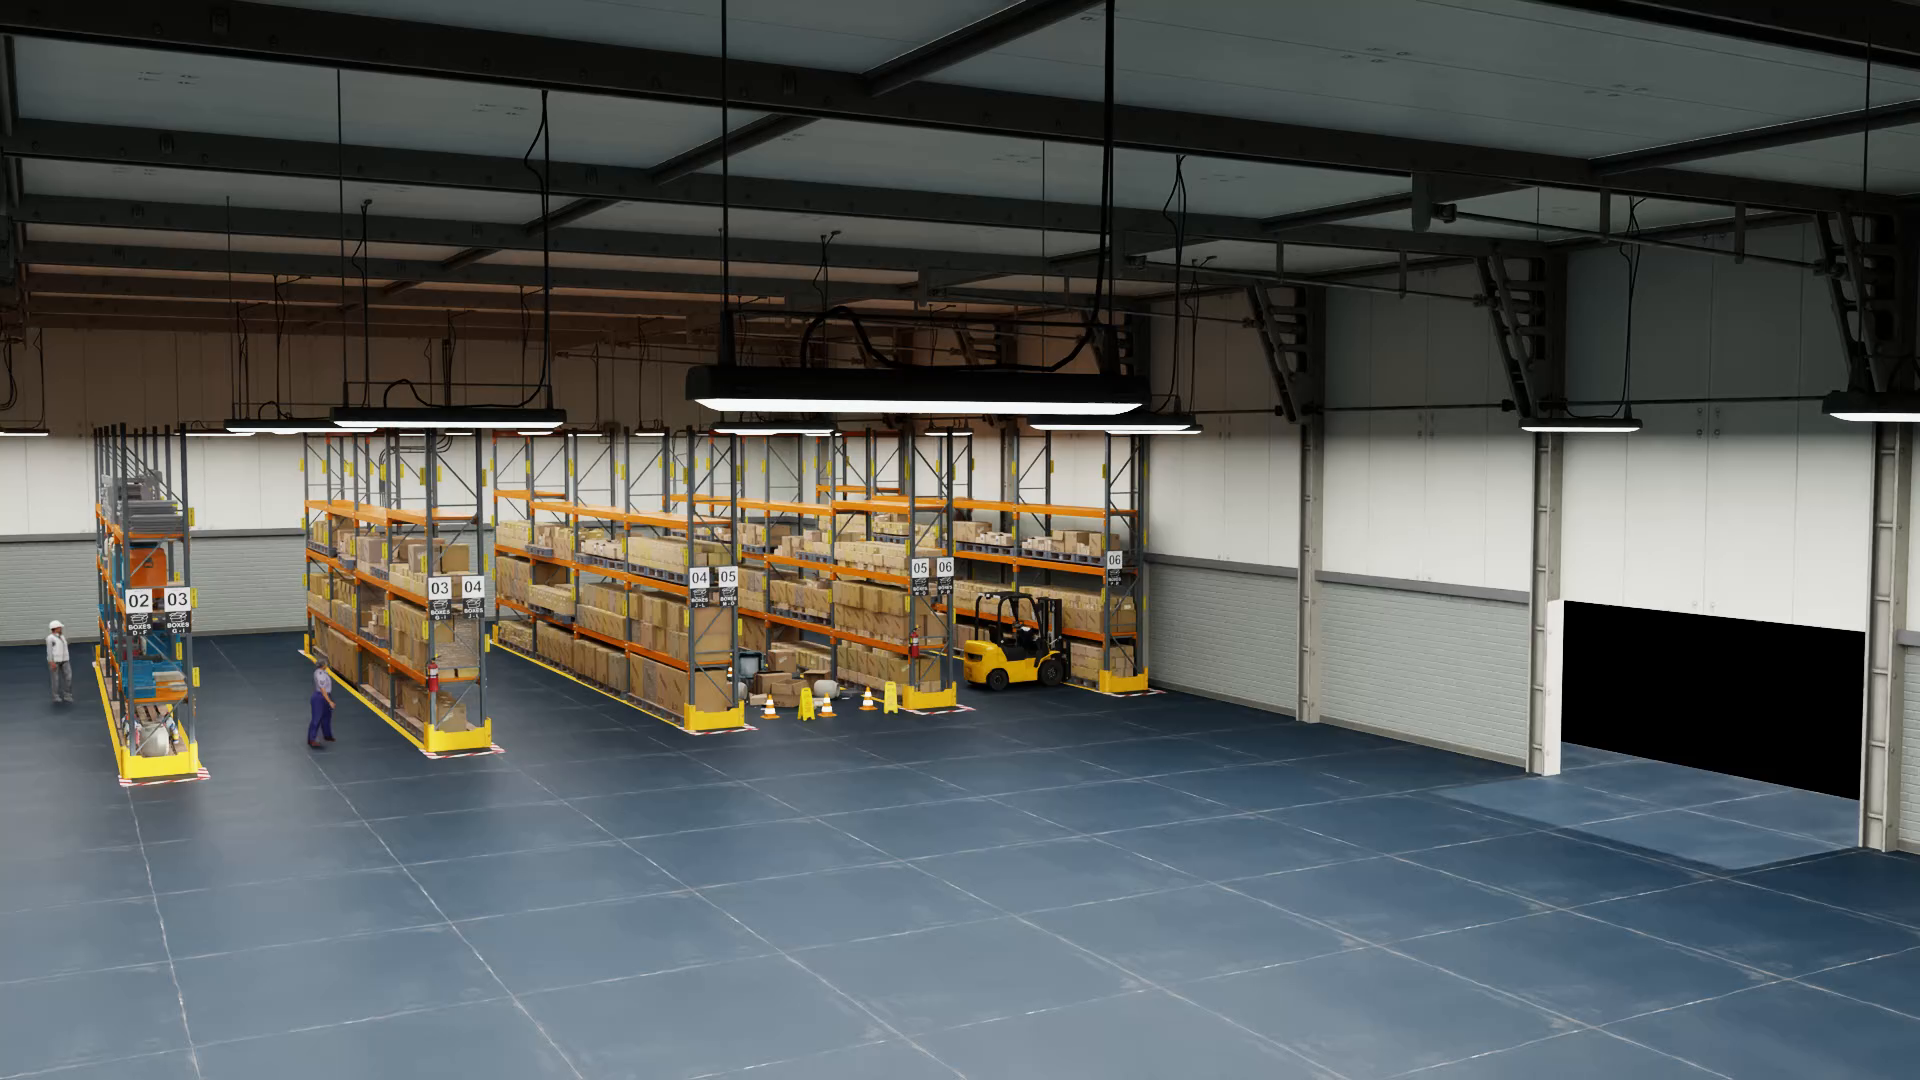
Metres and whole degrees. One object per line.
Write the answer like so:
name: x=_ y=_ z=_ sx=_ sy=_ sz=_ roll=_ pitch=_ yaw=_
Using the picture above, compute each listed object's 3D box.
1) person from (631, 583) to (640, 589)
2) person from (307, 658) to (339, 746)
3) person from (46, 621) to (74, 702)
person: x=-8.948 y=2.042 z=46.093 sx=0.591 sy=1.764 sz=0.445 roll=2 pitch=4 yaw=30
person: x=-11.995 y=3.038 z=31.267 sx=0.523 sy=1.682 sz=0.670 roll=-1 pitch=4 yaw=-14
person: x=-19.698 y=2.673 z=36.326 sx=0.472 sy=1.829 sz=0.545 roll=2 pitch=4 yaw=31
